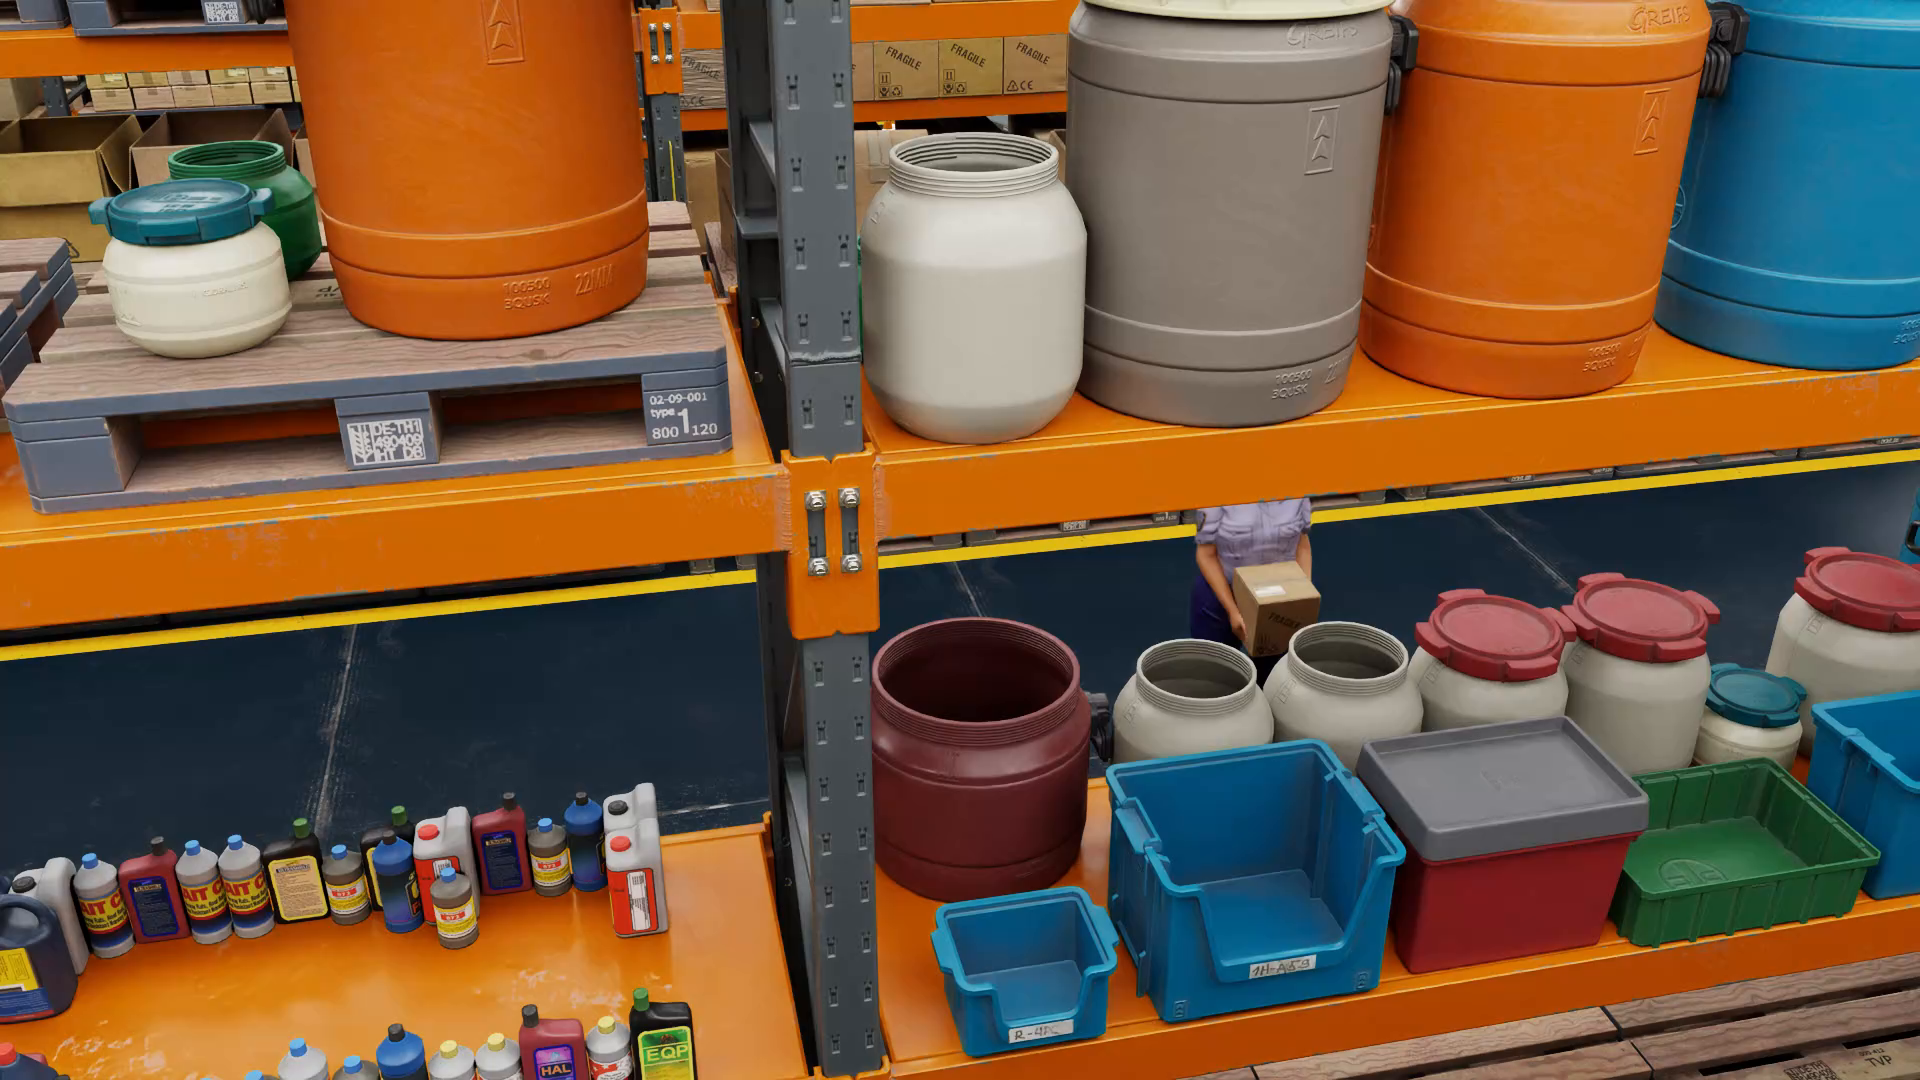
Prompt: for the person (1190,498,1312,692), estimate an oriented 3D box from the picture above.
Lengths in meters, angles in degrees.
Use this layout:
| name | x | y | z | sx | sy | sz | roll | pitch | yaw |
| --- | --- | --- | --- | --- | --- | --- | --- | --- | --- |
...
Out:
| name | x | y | z | sx | sy | sz | roll | pitch | yaw |
| --- | --- | --- | --- | --- | --- | --- | --- | --- | --- |
| person | 1.155 | 0.297 | 6.542 | 0.476 | 1.649 | 0.505 | -6 | 28 | -12 |
